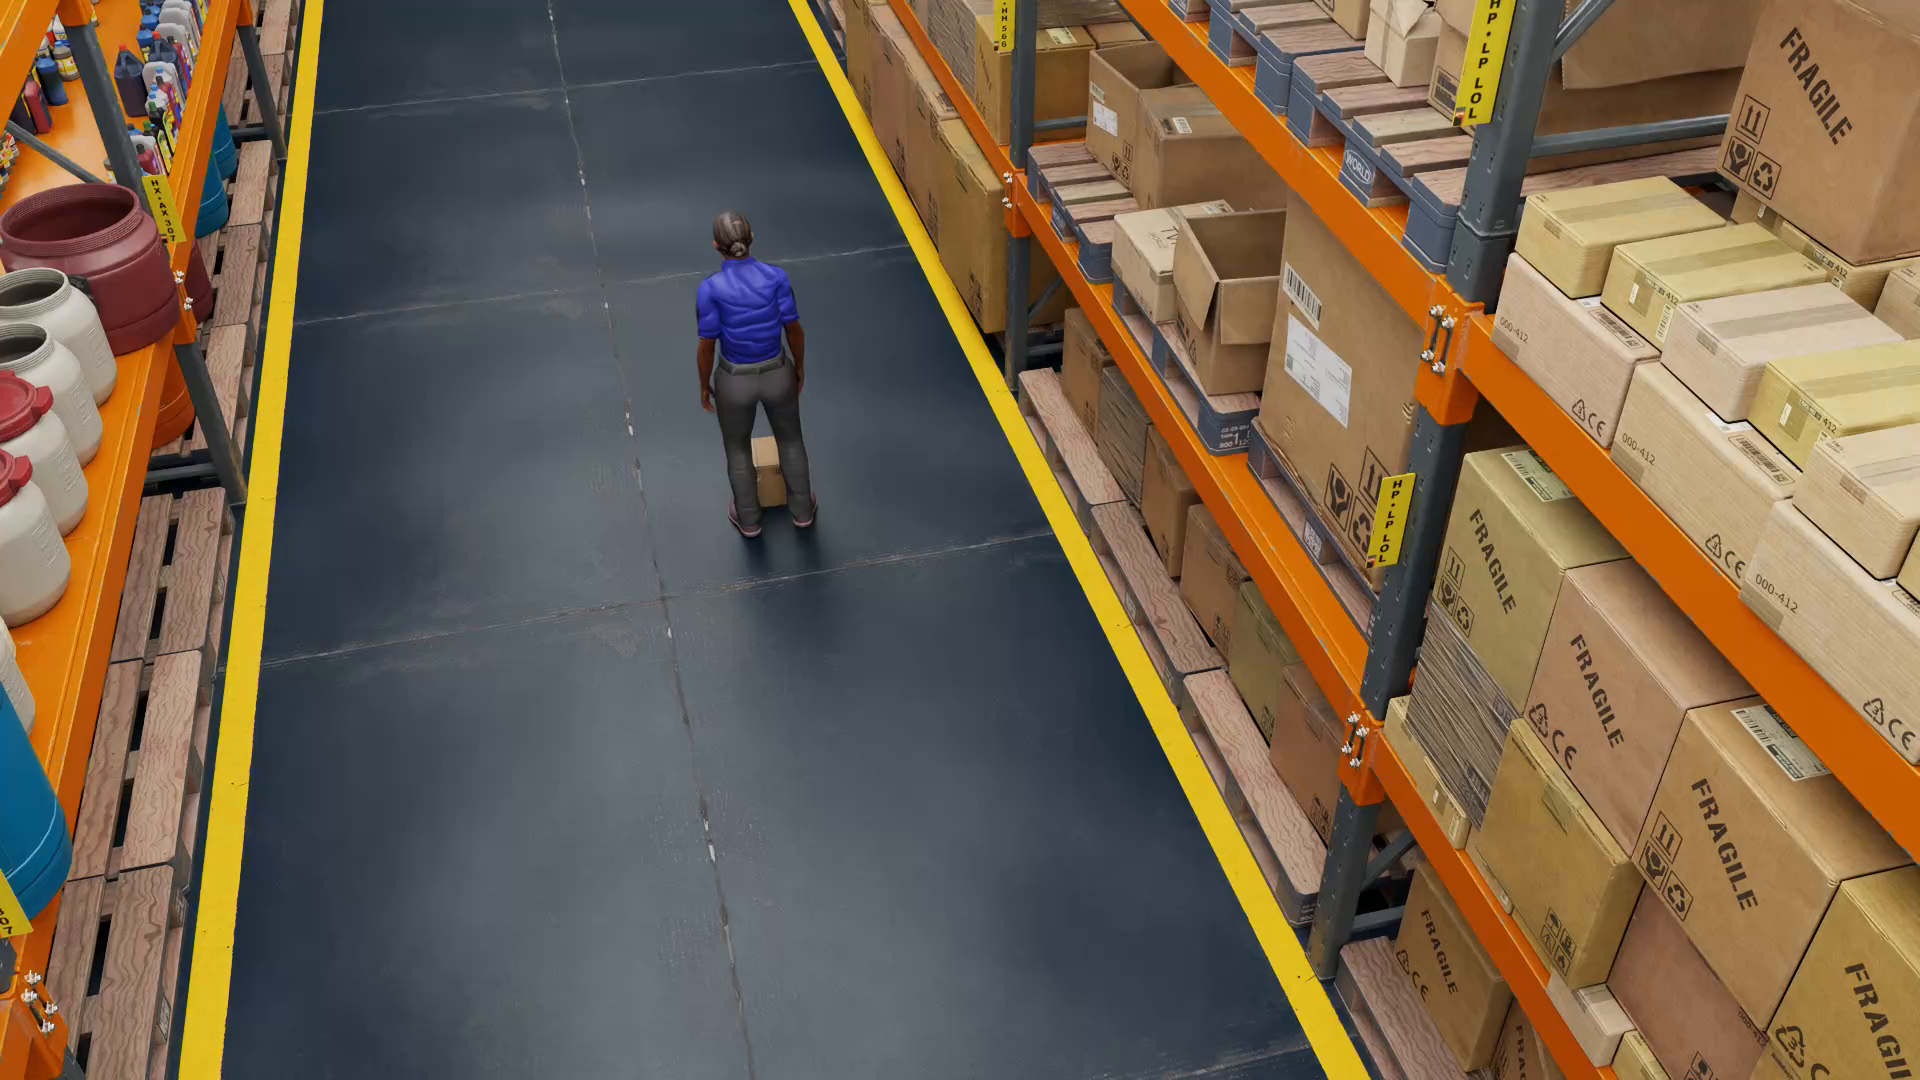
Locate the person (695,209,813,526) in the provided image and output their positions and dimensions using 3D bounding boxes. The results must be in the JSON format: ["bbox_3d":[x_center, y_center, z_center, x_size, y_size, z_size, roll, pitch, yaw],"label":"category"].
[{"bbox_3d":[-0.953,-0.768,7.629,0.495,1.584,0.351,-12,40,-14],"label":"person"}]
